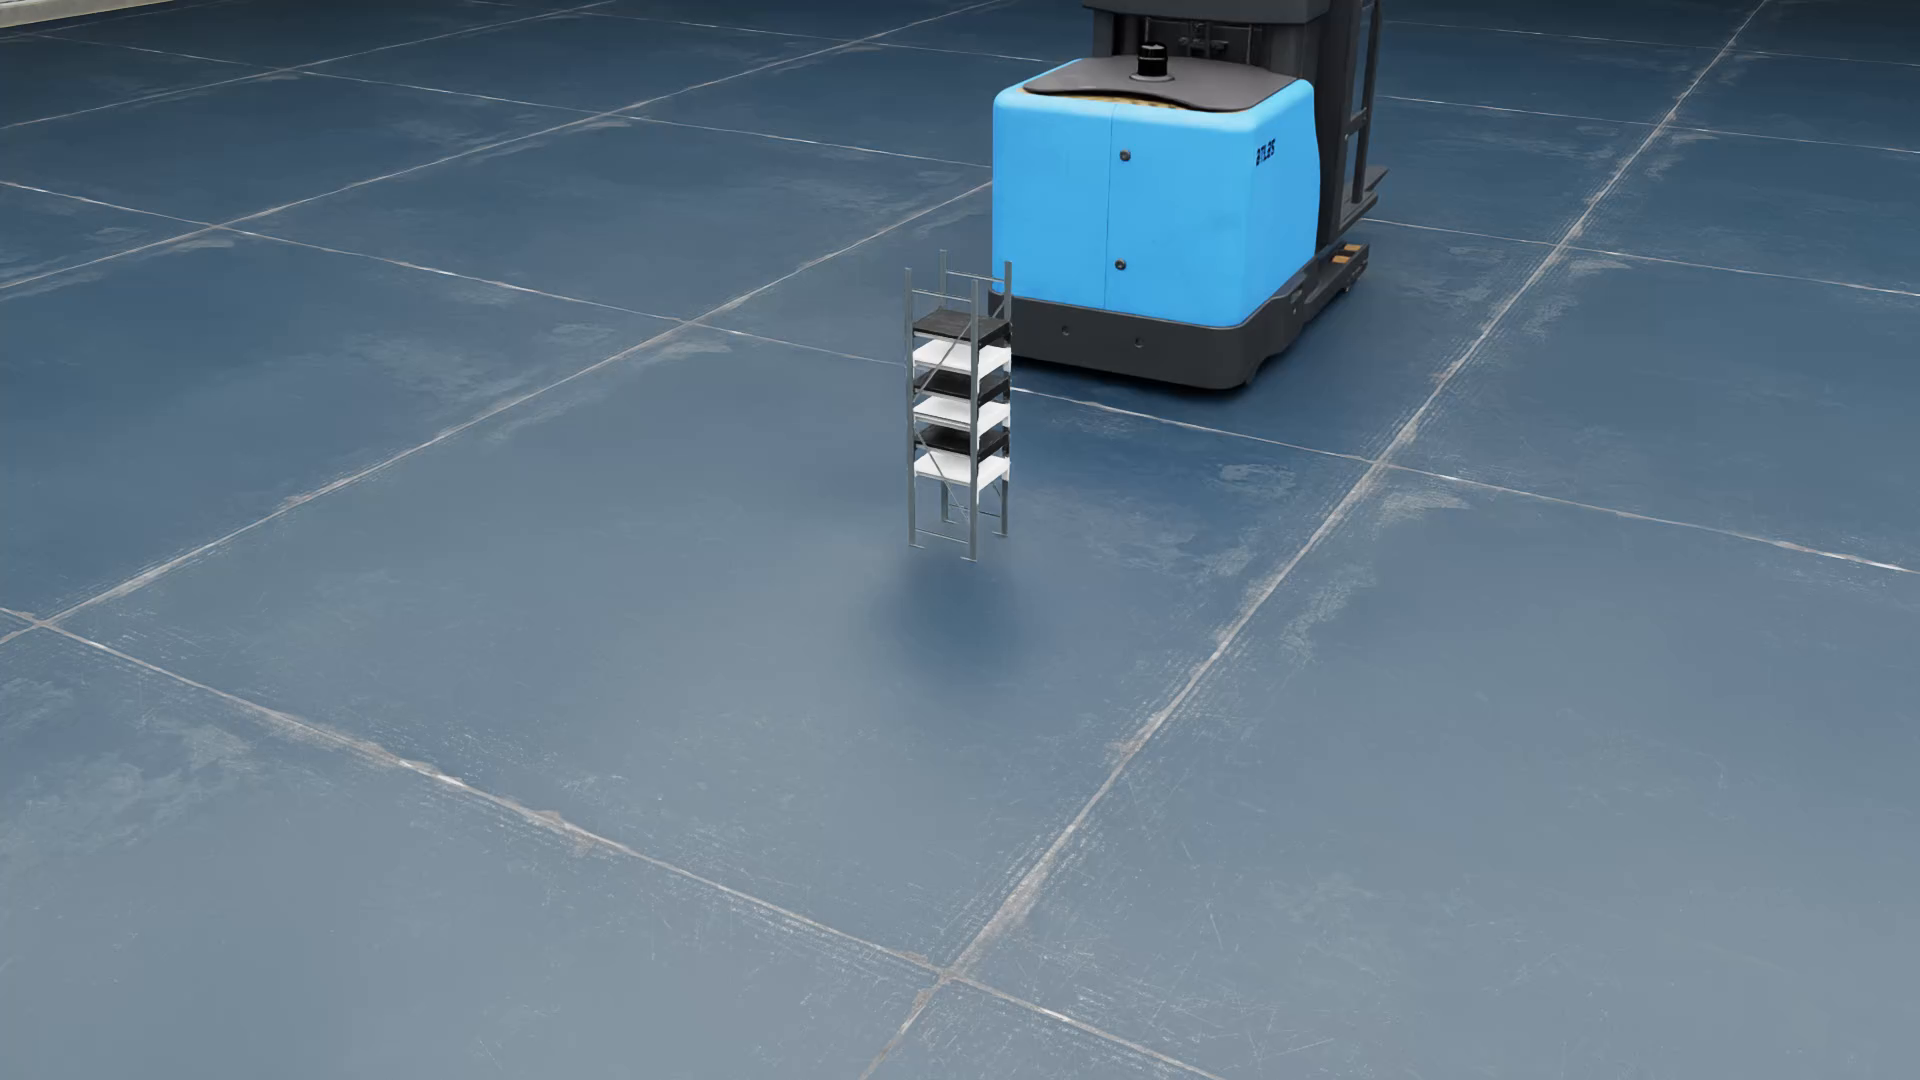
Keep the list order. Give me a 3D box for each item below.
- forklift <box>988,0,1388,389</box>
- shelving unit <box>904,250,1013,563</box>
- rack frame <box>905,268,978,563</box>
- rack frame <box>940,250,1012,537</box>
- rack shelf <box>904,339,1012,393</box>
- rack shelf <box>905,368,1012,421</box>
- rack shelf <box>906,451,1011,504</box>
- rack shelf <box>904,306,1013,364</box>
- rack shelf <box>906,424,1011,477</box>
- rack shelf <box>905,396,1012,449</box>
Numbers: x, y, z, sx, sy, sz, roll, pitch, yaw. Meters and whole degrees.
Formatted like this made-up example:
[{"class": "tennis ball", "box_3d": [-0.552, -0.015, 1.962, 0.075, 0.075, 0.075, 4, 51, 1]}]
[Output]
[{"class": "forklift", "box_3d": [1.225, -2.502, 6.975, 1.130, 2.935, 3.031, 13, 29, 24]}, {"class": "shelving unit", "box_3d": [-0.004, -0.399, 5.042, 0.258, 0.900, 0.210, 14, 30, 26]}, {"class": "rack frame", "box_3d": [-0.054, -0.360, 4.963, 0.240, 0.900, 0.006, 14, 30, 26]}, {"class": "rack frame", "box_3d": [0.046, -0.439, 5.121, 0.240, 0.900, 0.006, 14, 30, 26]}, {"class": "rack shelf", "box_3d": [-0.004, -0.530, 4.977, 0.258, 0.077, 0.200, 14, 30, 26]}, {"class": "rack shelf", "box_3d": [-0.004, -0.450, 5.017, 0.258, 0.077, 0.200, 14, 30, 26]}, {"class": "rack shelf", "box_3d": [-0.004, -0.208, 5.138, 0.258, 0.077, 0.200, 14, 30, 26]}, {"class": "rack shelf", "box_3d": [-0.004, -0.611, 4.936, 0.258, 0.077, 0.200, 14, 30, 26]}, {"class": "rack shelf", "box_3d": [-0.004, -0.289, 5.097, 0.258, 0.077, 0.200, 14, 30, 26]}, {"class": "rack shelf", "box_3d": [-0.004, -0.369, 5.057, 0.258, 0.077, 0.200, 14, 30, 26]}]
